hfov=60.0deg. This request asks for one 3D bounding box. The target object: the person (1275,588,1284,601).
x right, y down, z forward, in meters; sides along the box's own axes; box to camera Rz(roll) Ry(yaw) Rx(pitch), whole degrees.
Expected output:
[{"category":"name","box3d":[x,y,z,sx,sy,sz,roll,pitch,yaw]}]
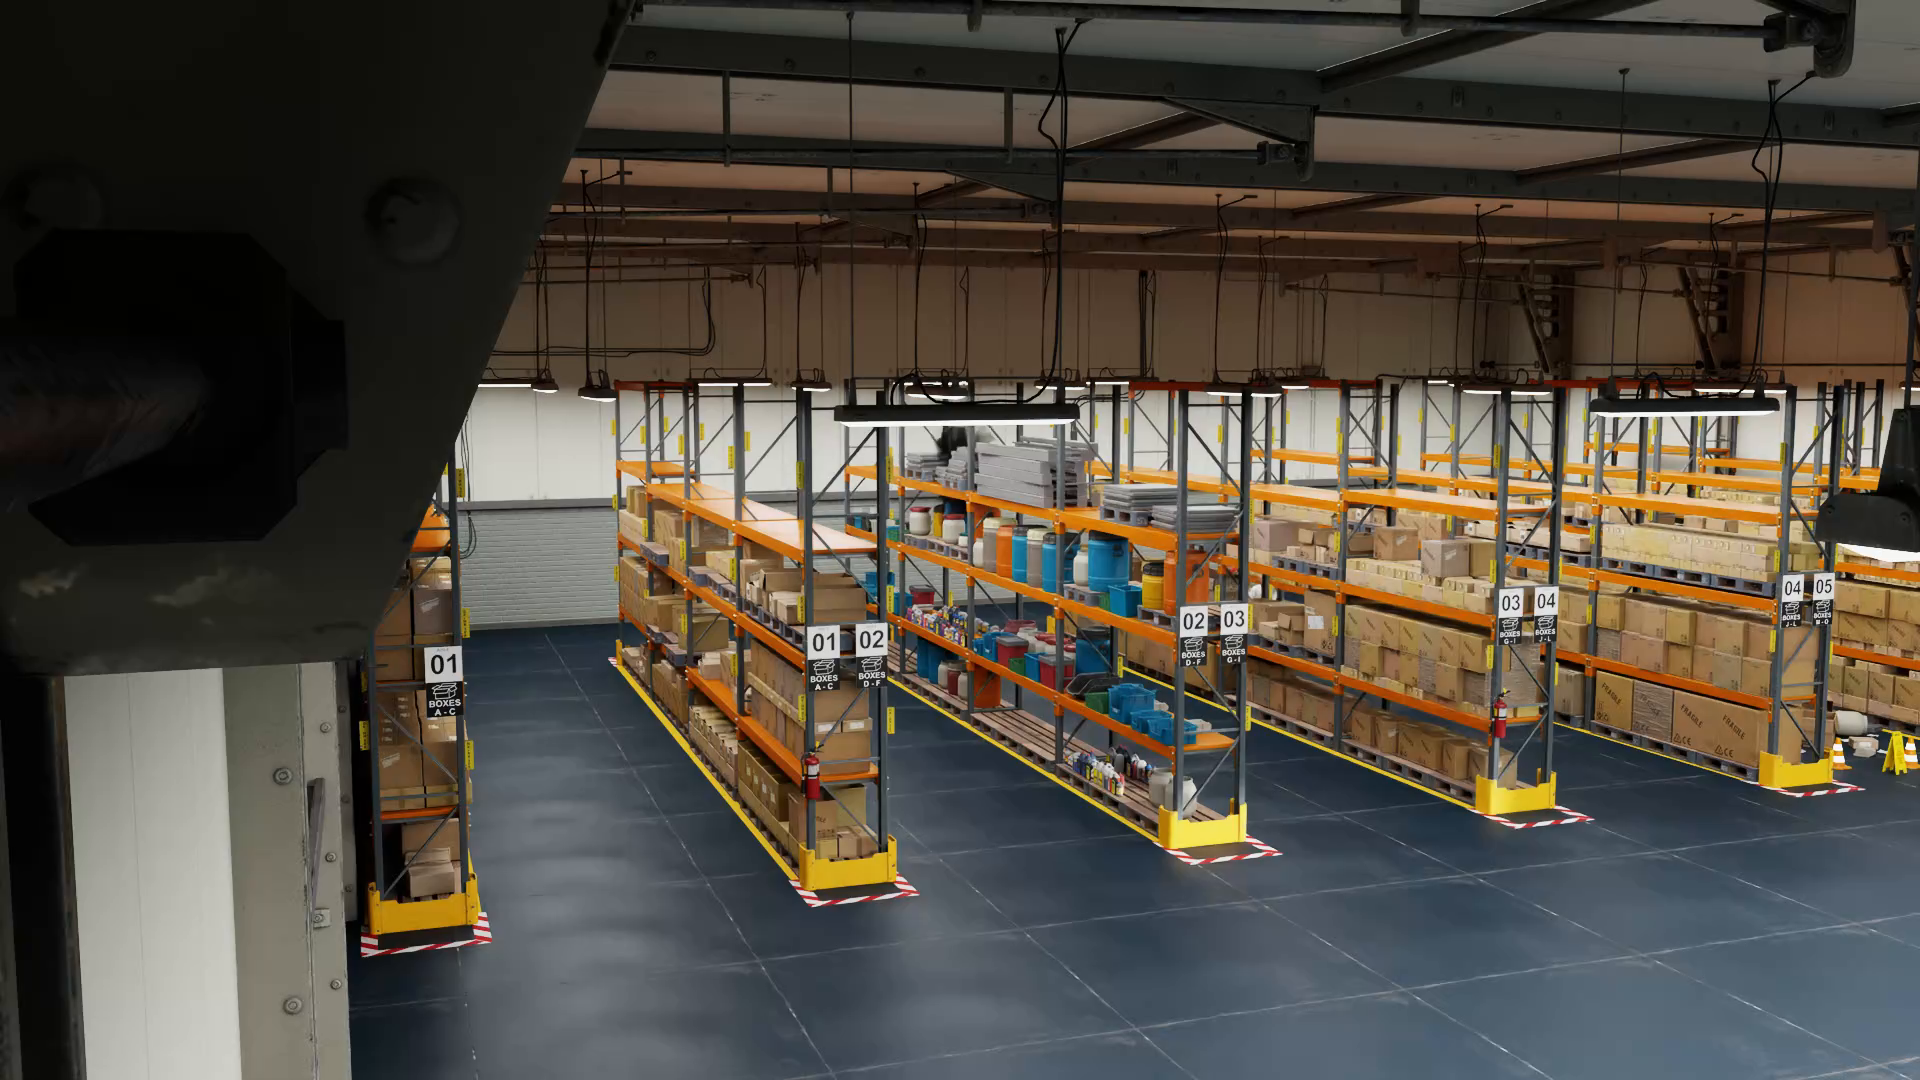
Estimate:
[{"category":"person","box3d":[7.803,1.156,41.393,0.782,1.606,0.677,4,7,33]}]

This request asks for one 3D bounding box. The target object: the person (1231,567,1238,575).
[{"category":"person","box3d":[6.230,1.483,37.829,0.706,1.722,0.543,-2,6,-22]}]

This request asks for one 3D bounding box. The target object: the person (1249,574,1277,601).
[{"category":"person","box3d":[6.687,1.600,36.541,0.746,1.730,0.745,-1,6,-13]}]
